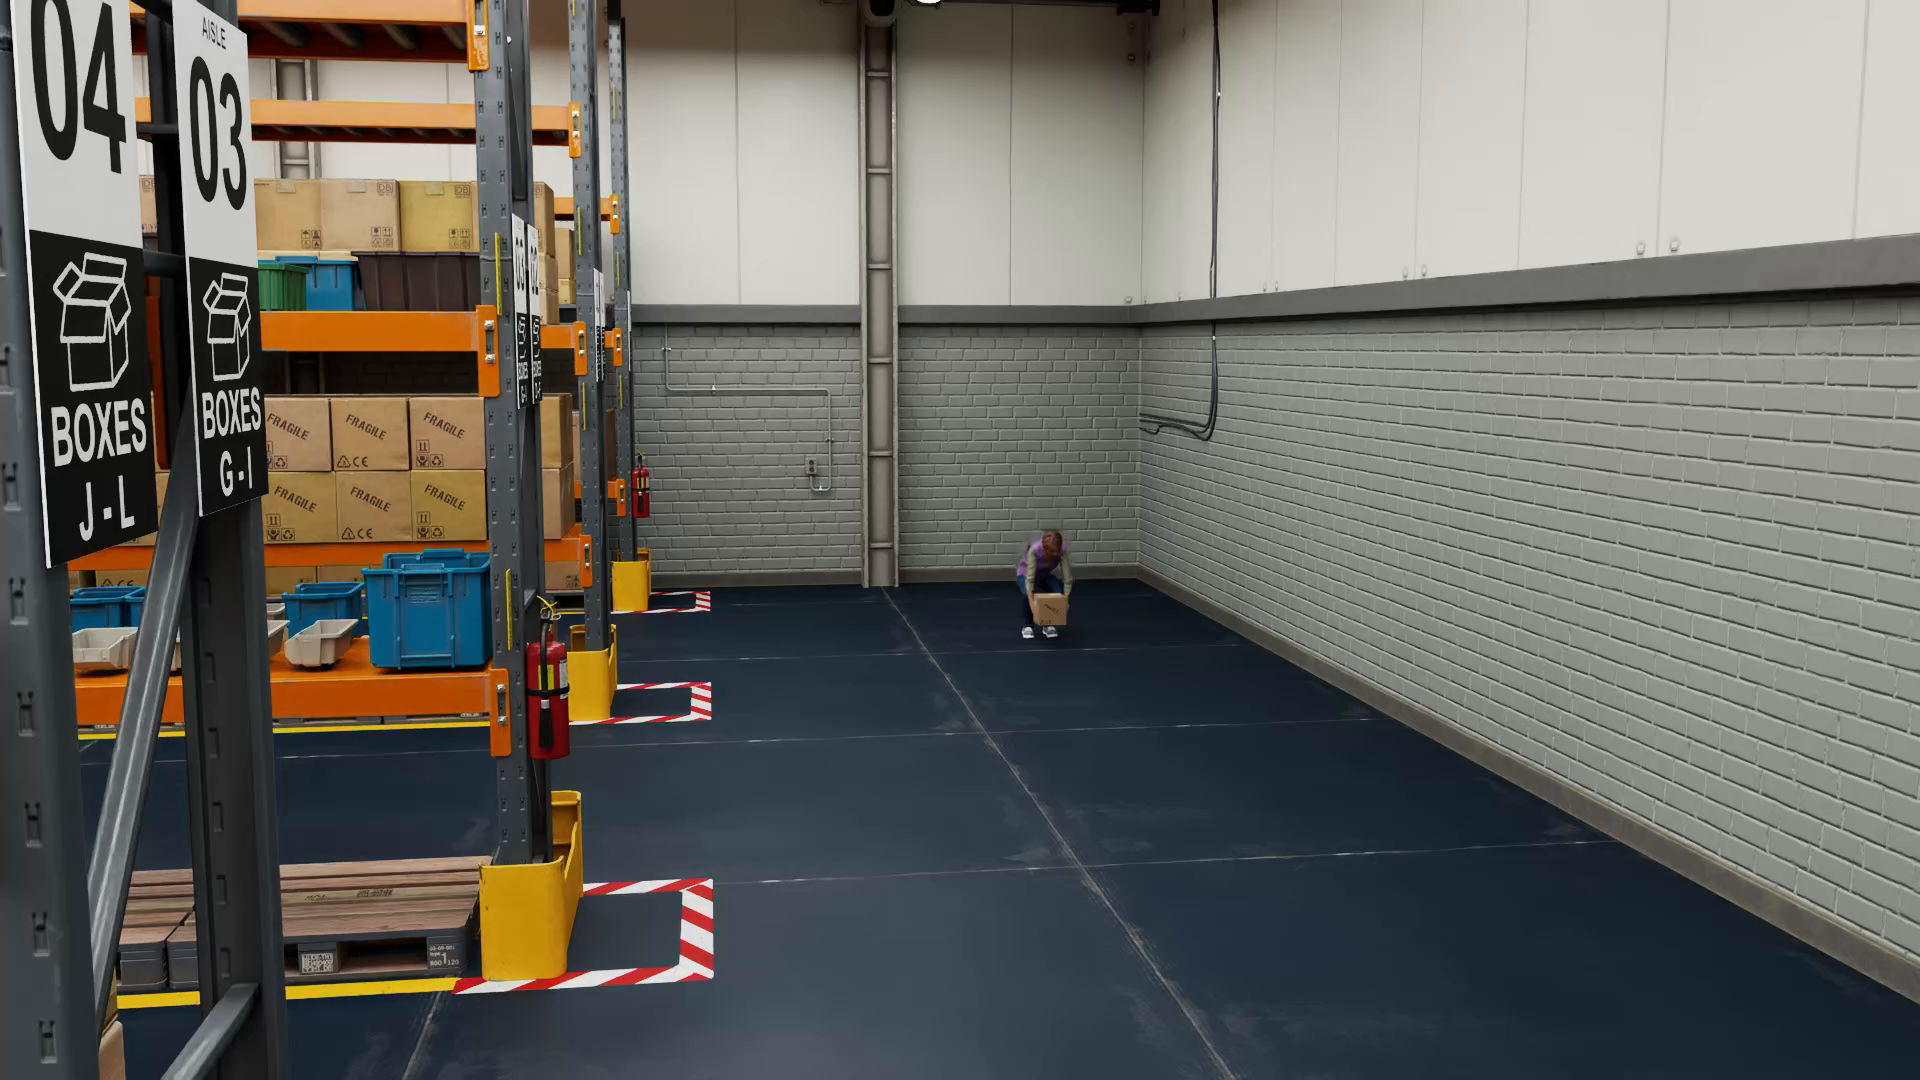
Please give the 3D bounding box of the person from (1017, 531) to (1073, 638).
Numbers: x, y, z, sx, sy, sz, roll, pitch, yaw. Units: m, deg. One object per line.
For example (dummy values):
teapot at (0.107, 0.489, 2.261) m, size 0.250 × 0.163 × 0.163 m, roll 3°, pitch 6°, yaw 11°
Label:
person at (0.765, 0.391, 15.196) m, size 0.453 × 1.016 × 0.761 m, roll -1°, pitch 7°, yaw -9°
